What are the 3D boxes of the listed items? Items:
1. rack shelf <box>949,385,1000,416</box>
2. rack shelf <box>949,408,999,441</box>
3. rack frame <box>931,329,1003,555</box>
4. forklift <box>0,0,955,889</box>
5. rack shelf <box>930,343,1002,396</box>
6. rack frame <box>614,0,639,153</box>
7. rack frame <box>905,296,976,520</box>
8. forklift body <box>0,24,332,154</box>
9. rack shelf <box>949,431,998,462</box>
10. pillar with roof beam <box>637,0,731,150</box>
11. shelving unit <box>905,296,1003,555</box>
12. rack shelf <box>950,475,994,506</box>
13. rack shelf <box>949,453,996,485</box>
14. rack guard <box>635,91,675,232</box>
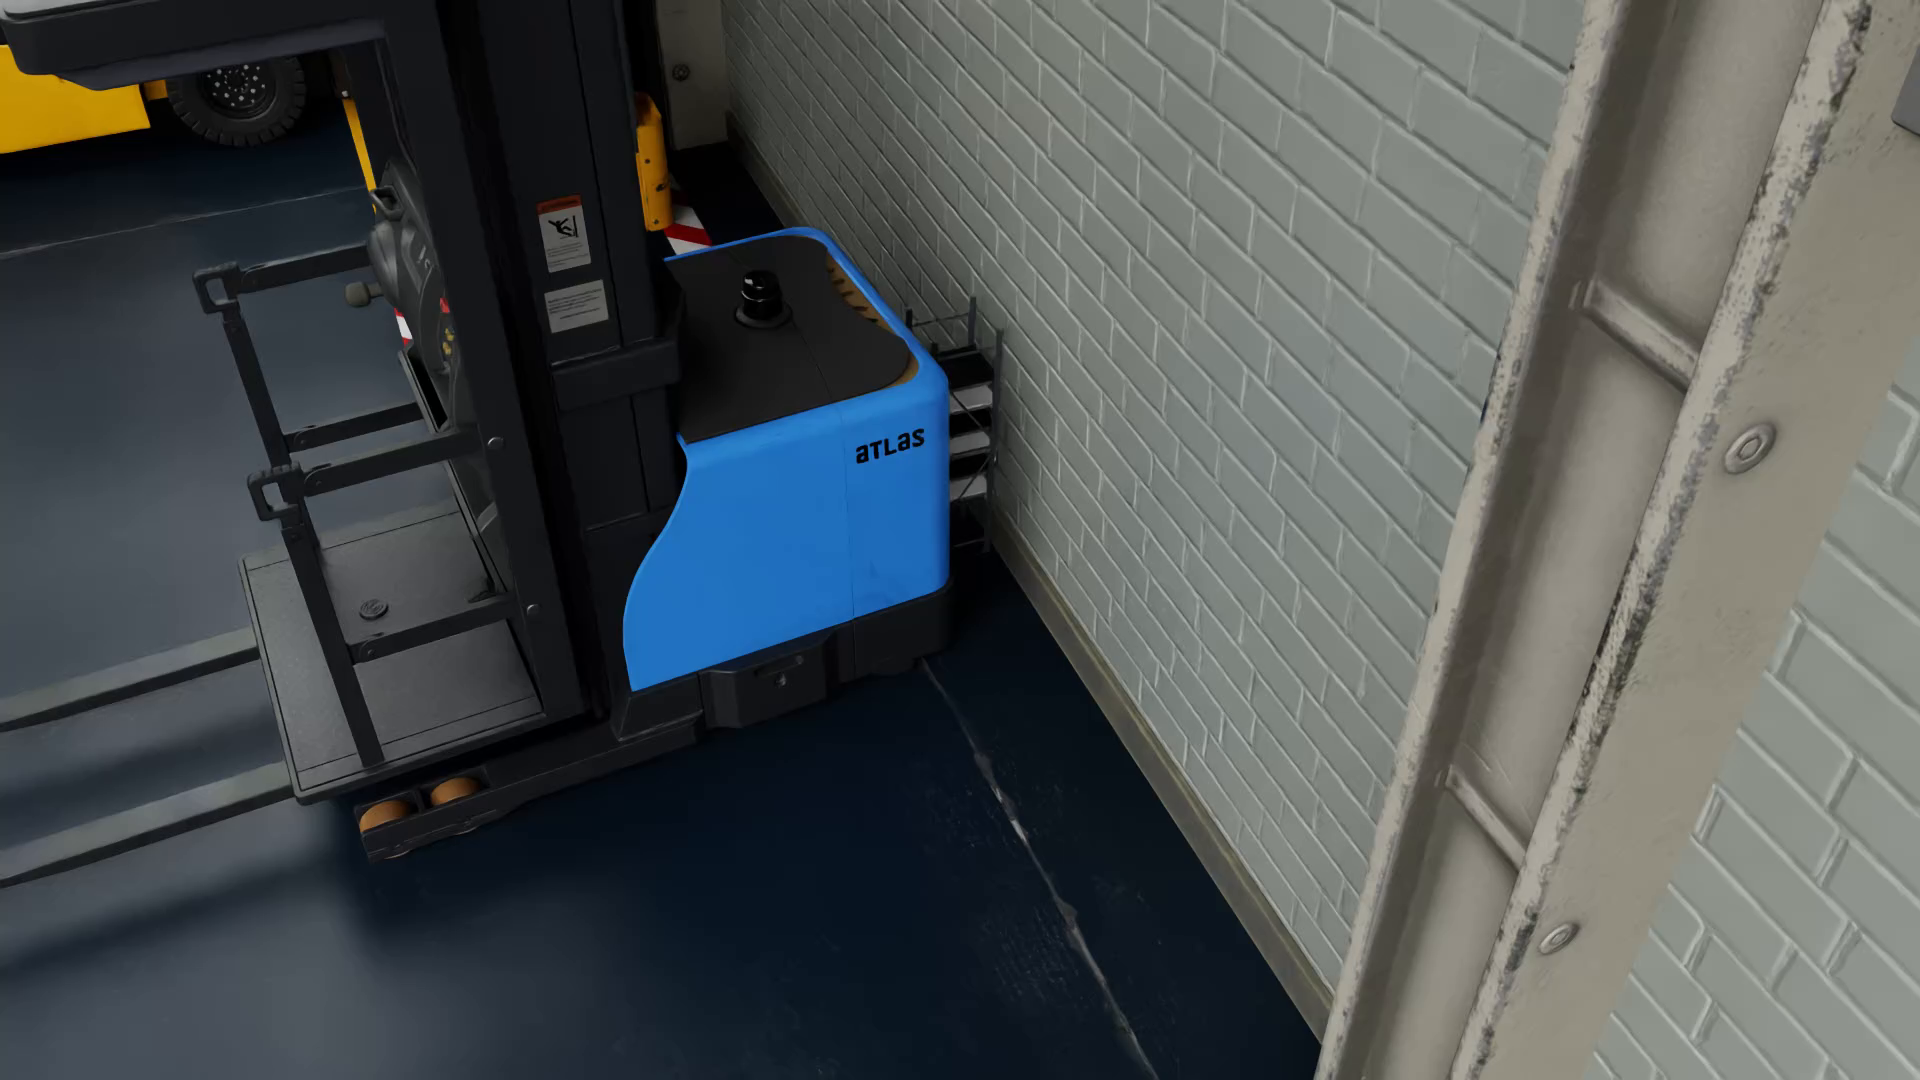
[{"bbox_3d":[-0.029,-0.451,5.351,0.258,0.077,0.200,-14,43,-19],"label":"rack shelf"},{"bbox_3d":[-0.033,-0.383,5.409,0.258,0.077,0.200,-14,43,-19],"label":"rack shelf"},{"bbox_3d":[0.006,-0.278,5.375,0.240,0.900,0.006,-14,43,-19],"label":"rack frame"},{"bbox_3d":[-1.571,-0.608,4.209,3.031,2.935,1.130,-18,44,-20],"label":"forklift"},{"bbox_3d":[-0.026,-0.520,5.293,0.258,0.077,0.200,-14,43,-19],"label":"rack shelf"},{"bbox_3d":[-1.864,-2.501,6.358,1.000,3.000,0.127,-15,43,-17],"label":"rack frame"},{"bbox_3d":[-0.076,-0.400,5.516,0.240,0.900,0.006,-14,43,-19],"label":"rack frame"},{"bbox_3d":[-4.276,-2.866,7.434,2.313,2.155,1.214,-15,43,-17],"label":"forklift body"},{"bbox_3d":[-0.036,-0.314,5.467,0.258,0.077,0.200,-14,43,-19],"label":"rack shelf"},{"bbox_3d":[-5.276,-4.346,3.902,9.100,9.000,0.400,-15,43,-17],"label":"pillar with roof beam"},{"bbox_3d":[-0.035,-0.339,5.445,0.258,0.900,0.210,-14,43,-19],"label":"shelving unit"},{"bbox_3d":[-0.043,-0.176,5.582,0.258,0.077,0.200,-14,43,-19],"label":"rack shelf"},{"bbox_3d":[-0.040,-0.245,5.525,0.258,0.077,0.200,-14,43,-19],"label":"rack shelf"},{"bbox_3d":[-1.855,-1.539,7.156,1.175,0.500,0.348,-15,43,-17],"label":"rack guard"}]
